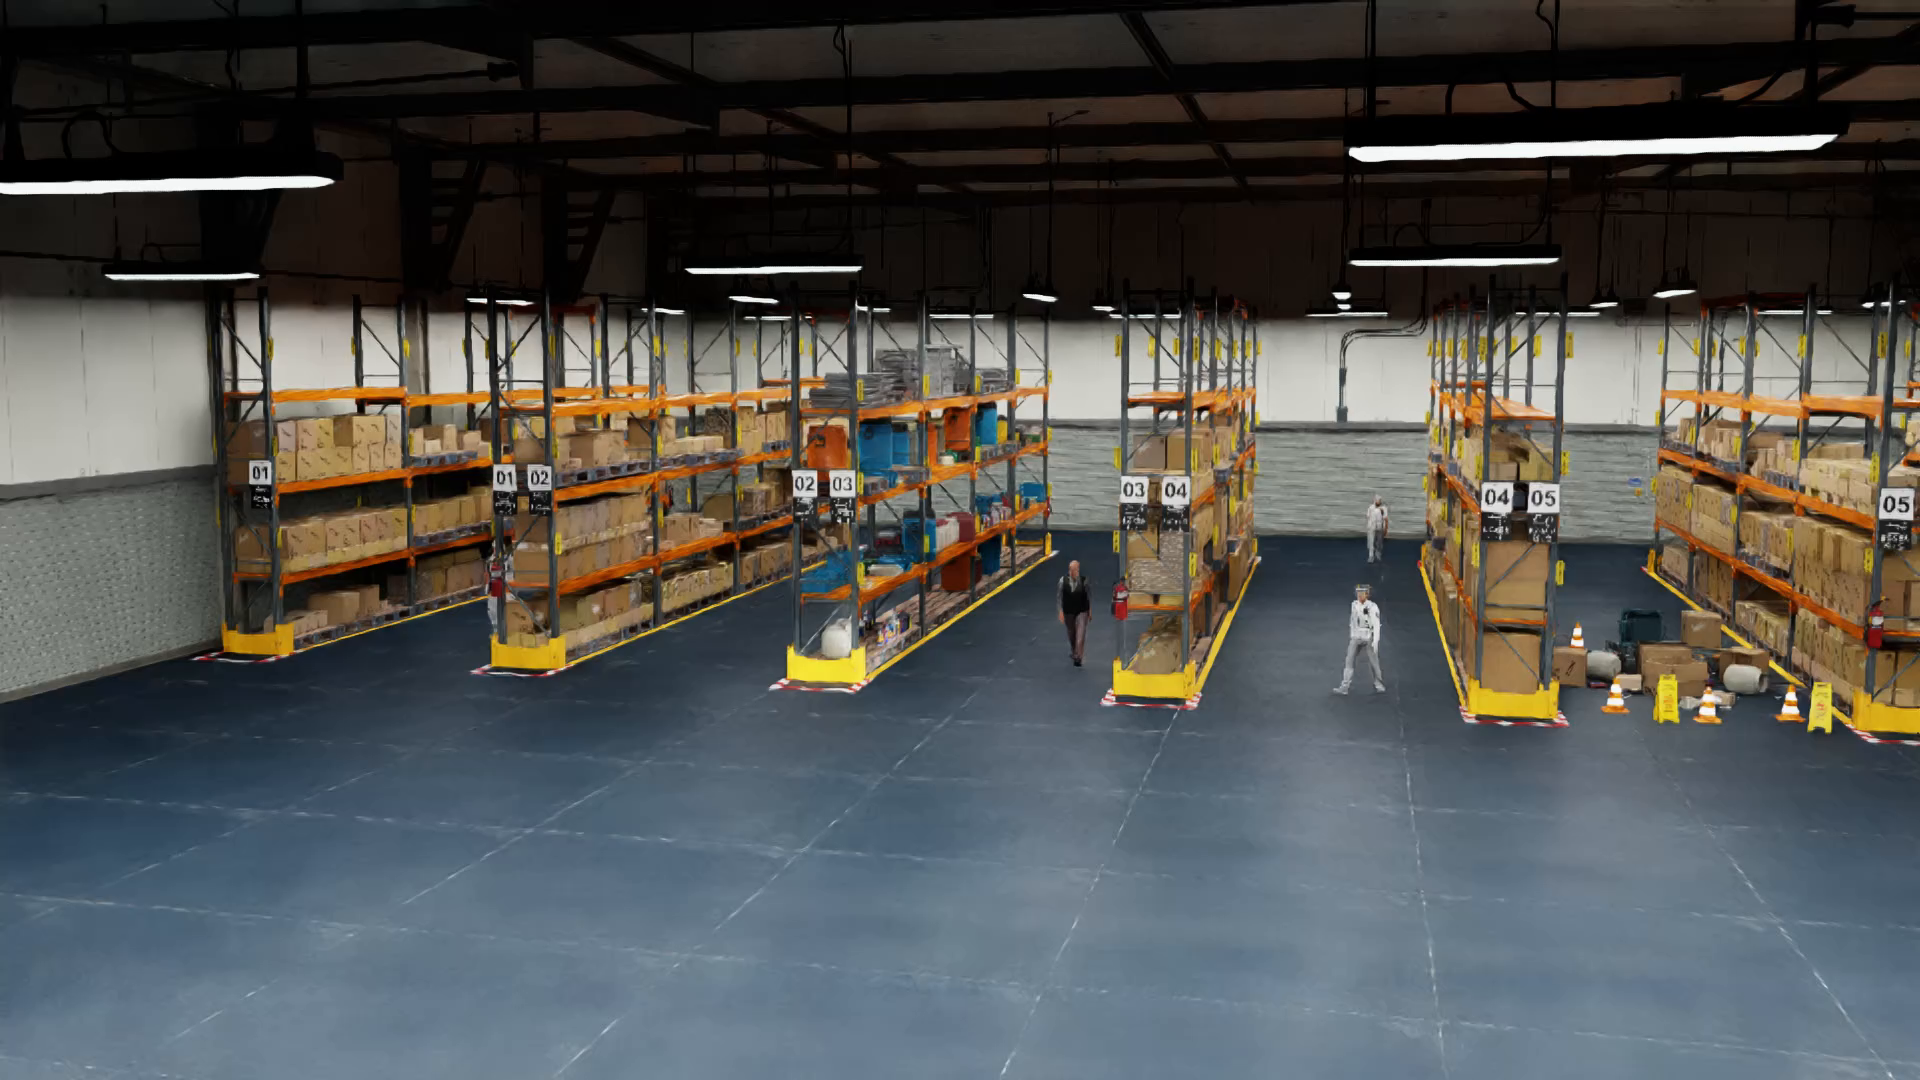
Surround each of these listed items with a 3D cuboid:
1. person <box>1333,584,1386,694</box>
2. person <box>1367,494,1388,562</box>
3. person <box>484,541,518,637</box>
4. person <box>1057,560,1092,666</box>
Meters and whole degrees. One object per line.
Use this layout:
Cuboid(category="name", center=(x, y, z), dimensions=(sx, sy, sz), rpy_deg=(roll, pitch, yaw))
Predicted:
Cuboid(category="person", center=(5.848, 1.423, 24.127), dimensions=(0.523, 1.625, 0.913), rpy_deg=(6, 9, 41))
Cuboid(category="person", center=(9.843, -0.297, 39.200), dimensions=(0.481, 1.583, 1.074), rpy_deg=(1, 7, 11))
Cuboid(category="person", center=(-7.908, 0.855, 28.691), dimensions=(0.677, 1.742, 0.552), rpy_deg=(1, 7, 12))
Cuboid(category="person", center=(1.812, 1.137, 26.482), dimensions=(0.543, 1.648, 1.115), rpy_deg=(2, 7, 16))
